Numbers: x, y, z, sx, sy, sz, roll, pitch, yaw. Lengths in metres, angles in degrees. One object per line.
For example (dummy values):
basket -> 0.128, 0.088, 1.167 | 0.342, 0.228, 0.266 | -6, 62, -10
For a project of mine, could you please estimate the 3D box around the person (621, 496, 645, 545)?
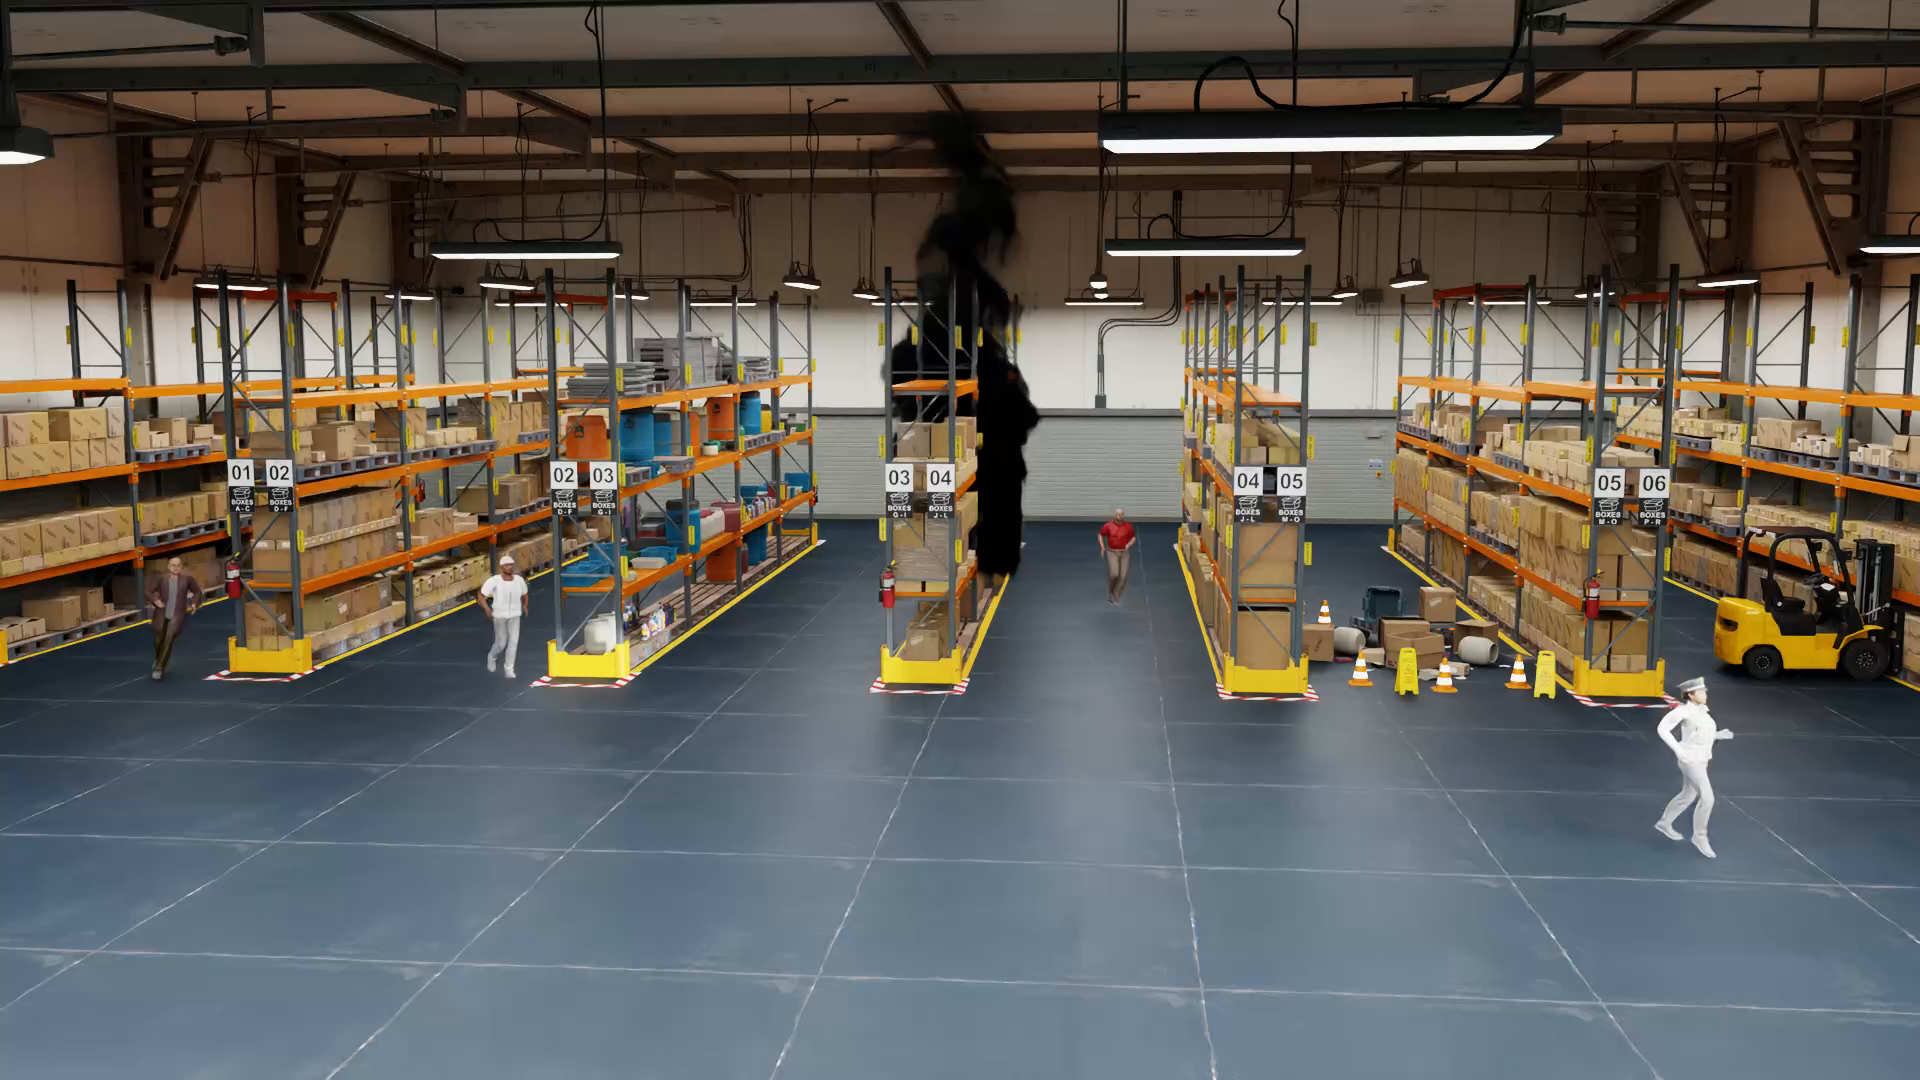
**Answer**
person -> -7.265, -0.261, 36.932 | 0.545, 1.591, 0.832 | 0, 7, 0

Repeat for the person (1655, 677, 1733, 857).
person -> 7.170, 2.196, 16.274 | 0.593, 1.753, 0.706 | -7, 10, -43

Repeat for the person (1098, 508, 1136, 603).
person -> 2.816, 0.295, 29.538 | 0.656, 1.711, 0.590 | -1, 7, -6

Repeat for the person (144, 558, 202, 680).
person -> -11.684, 1.138, 24.702 | 0.770, 1.751, 0.806 | -2, 7, -19

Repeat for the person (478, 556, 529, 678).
person -> -6.515, 1.095, 23.921 | 0.749, 1.733, 0.765 | -5, 8, -34
